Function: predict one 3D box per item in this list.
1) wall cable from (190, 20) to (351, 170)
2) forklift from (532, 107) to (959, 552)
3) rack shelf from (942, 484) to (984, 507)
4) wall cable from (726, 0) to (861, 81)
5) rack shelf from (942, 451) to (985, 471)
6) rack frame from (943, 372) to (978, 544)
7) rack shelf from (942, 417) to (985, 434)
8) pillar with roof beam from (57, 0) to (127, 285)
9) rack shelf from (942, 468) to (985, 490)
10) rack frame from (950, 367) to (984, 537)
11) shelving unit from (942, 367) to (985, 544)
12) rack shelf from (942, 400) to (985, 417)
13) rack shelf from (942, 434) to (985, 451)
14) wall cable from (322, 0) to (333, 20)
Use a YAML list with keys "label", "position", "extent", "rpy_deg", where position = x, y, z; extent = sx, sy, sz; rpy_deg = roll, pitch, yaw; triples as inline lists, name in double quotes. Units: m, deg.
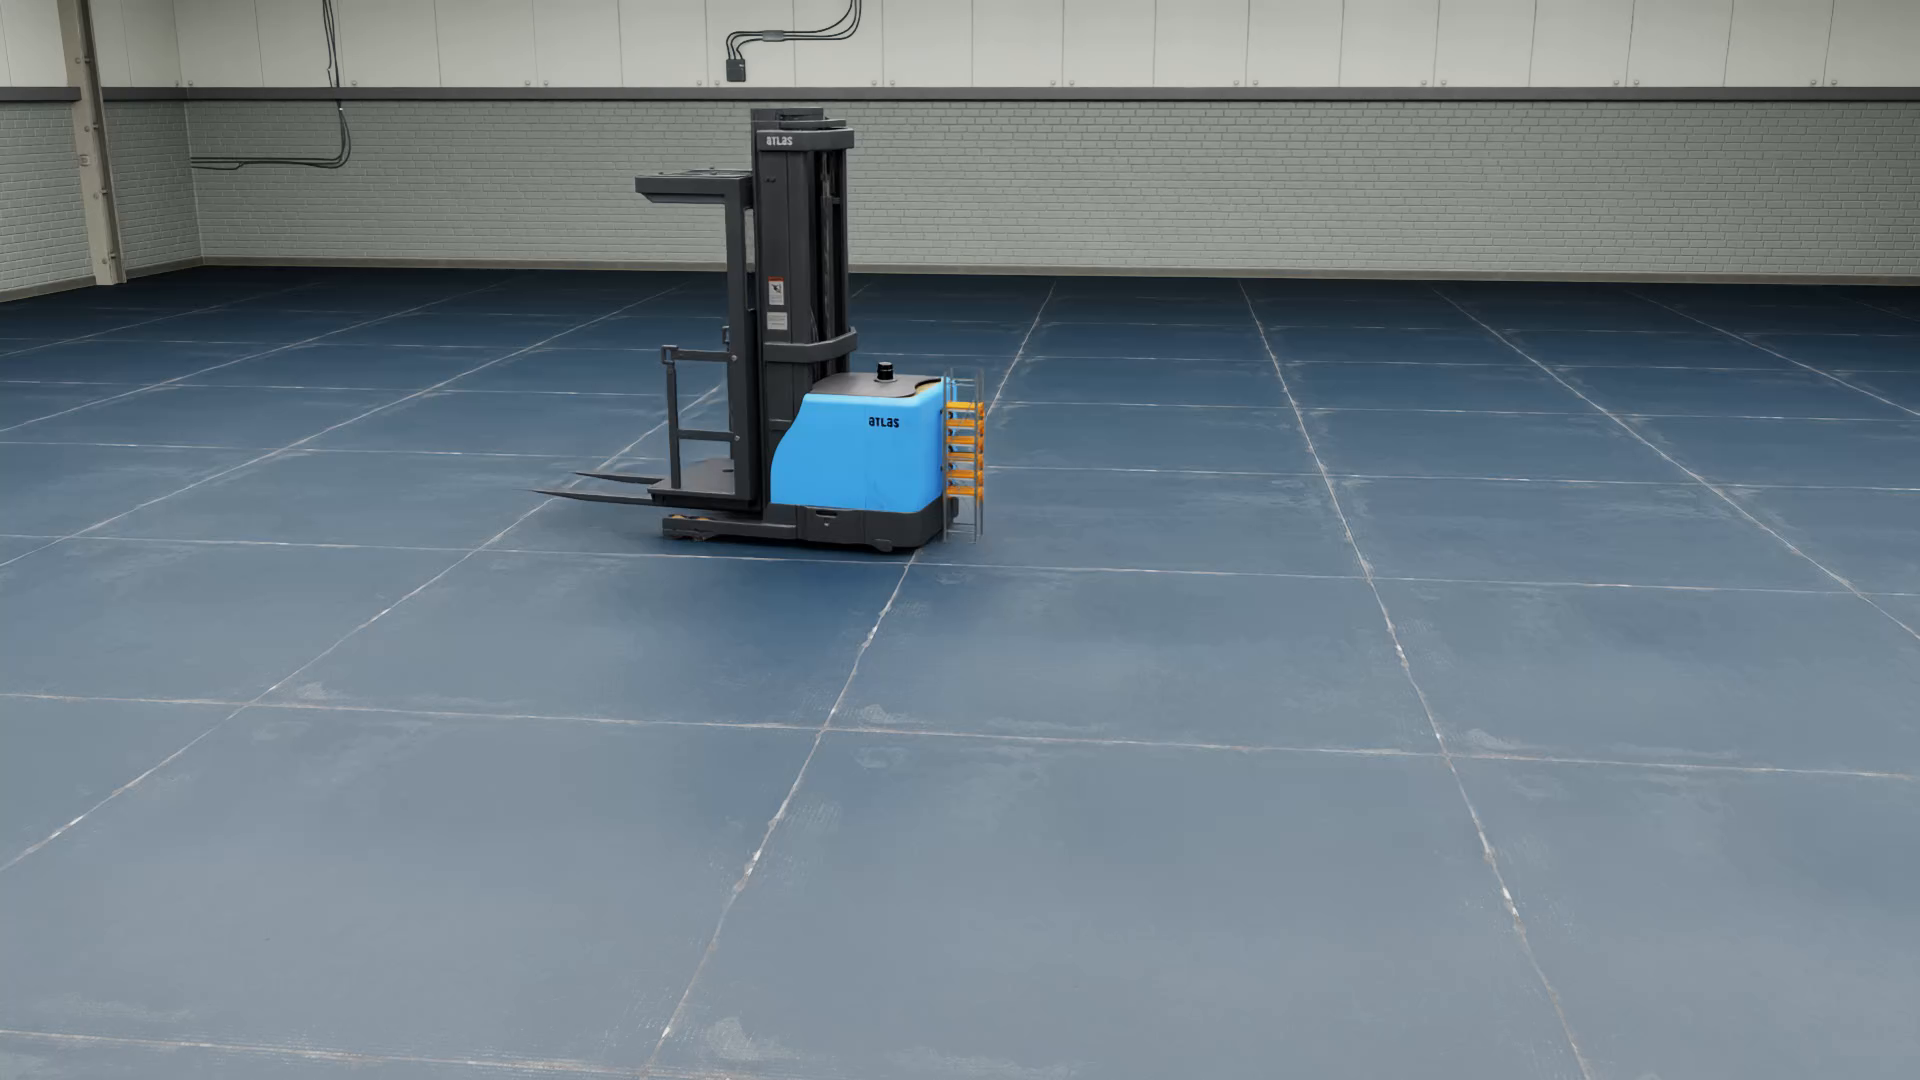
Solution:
- label: "wall cable"
  position: [-12.214, -7.756, 29.053]
  extent: [3.097, 2.526, 0.112]
  rpy_deg: [2, 15, 6]
- label: "forklift"
  position: [-1.585, -1.532, 11.712]
  extent: [3.031, 2.935, 1.130]
  rpy_deg: [4, 16, 16]
- label: "rack shelf"
  position: [0.025, -0.309, 11.590]
  extent: [0.258, 0.103, 0.180]
  rpy_deg: [4, 16, 13]
- label: "wall cable"
  position: [-2.783, -10.613, 27.155]
  extent: [2.305, 6.003, 0.169]
  rpy_deg: [2, 15, 6]
- label: "rack shelf"
  position: [0.025, -0.540, 11.524]
  extent: [0.258, 0.103, 0.180]
  rpy_deg: [4, 16, 13]
- label: "rack frame"
  position: [0.004, -0.559, 11.427]
  extent: [0.240, 1.200, 0.006]
  rpy_deg: [4, 16, 13]
- label: "rack shelf"
  position: [0.025, -0.771, 11.458]
  extent: [0.258, 0.103, 0.180]
  rpy_deg: [4, 16, 13]
- label: "pillar with roof beam"
  position: [-9.582, -8.403, 25.497]
  extent: [9.100, 9.000, 0.400]
  rpy_deg: [2, 15, 6]
- label: "rack shelf"
  position: [0.025, -0.425, 11.557]
  extent: [0.258, 0.103, 0.180]
  rpy_deg: [4, 16, 13]
- label: "rack frame"
  position: [0.047, -0.607, 11.598]
  extent: [0.240, 1.200, 0.006]
  rpy_deg: [4, 16, 13]
- label: "shelving unit"
  position: [0.025, -0.583, 11.512]
  extent: [0.258, 1.200, 0.189]
  rpy_deg: [4, 16, 13]
- label: "rack shelf"
  position: [0.026, -0.886, 11.426]
  extent: [0.258, 0.103, 0.180]
  rpy_deg: [4, 16, 13]
- label: "rack shelf"
  position: [0.025, -0.656, 11.491]
  extent: [0.258, 0.103, 0.180]
  rpy_deg: [4, 16, 13]
- label: "wall cable"
  position: [-9.525, -10.114, 28.099]
  extent: [3.097, 2.526, 0.112]
  rpy_deg: [2, 15, 6]
